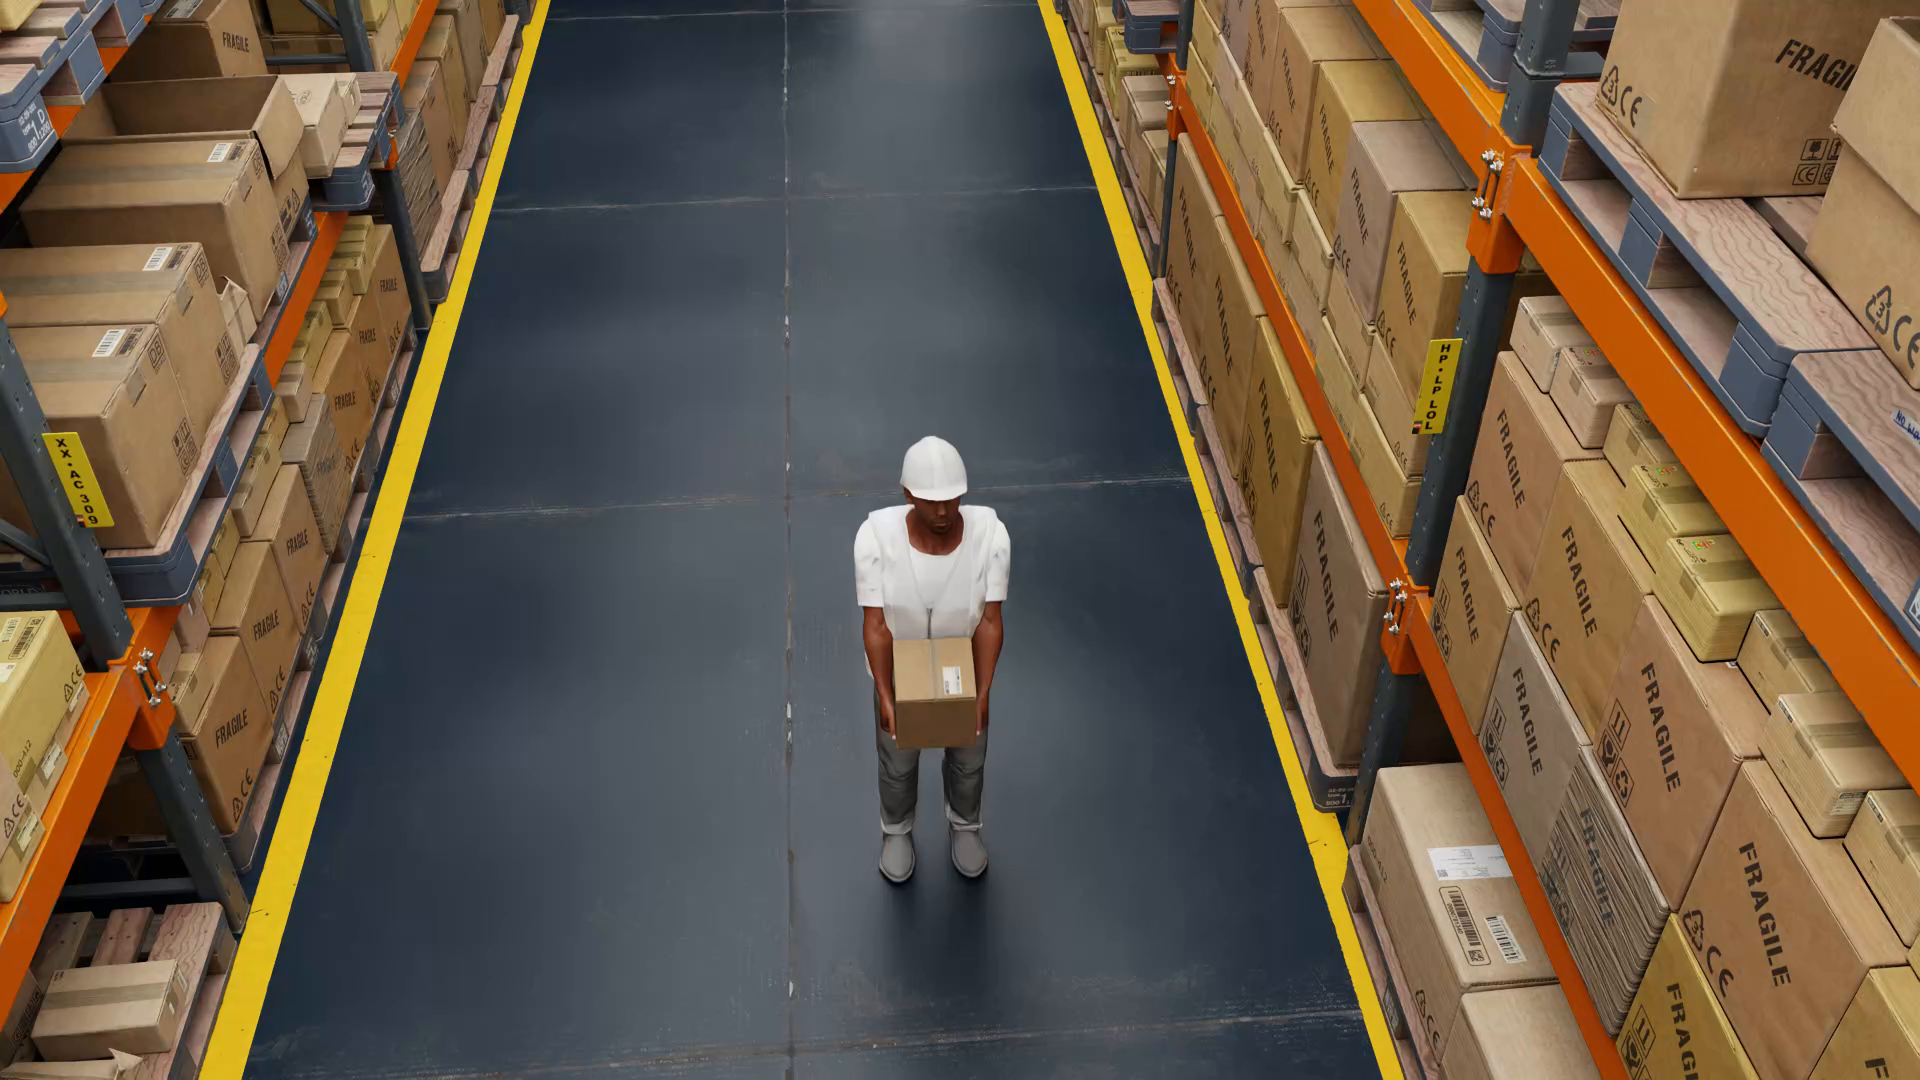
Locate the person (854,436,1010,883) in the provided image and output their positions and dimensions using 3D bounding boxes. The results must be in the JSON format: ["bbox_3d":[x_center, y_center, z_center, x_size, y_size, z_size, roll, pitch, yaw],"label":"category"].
[{"bbox_3d":[-0.079,0.489,5.533,0.503,1.760,0.577,-3,39,-3],"label":"person"}]
